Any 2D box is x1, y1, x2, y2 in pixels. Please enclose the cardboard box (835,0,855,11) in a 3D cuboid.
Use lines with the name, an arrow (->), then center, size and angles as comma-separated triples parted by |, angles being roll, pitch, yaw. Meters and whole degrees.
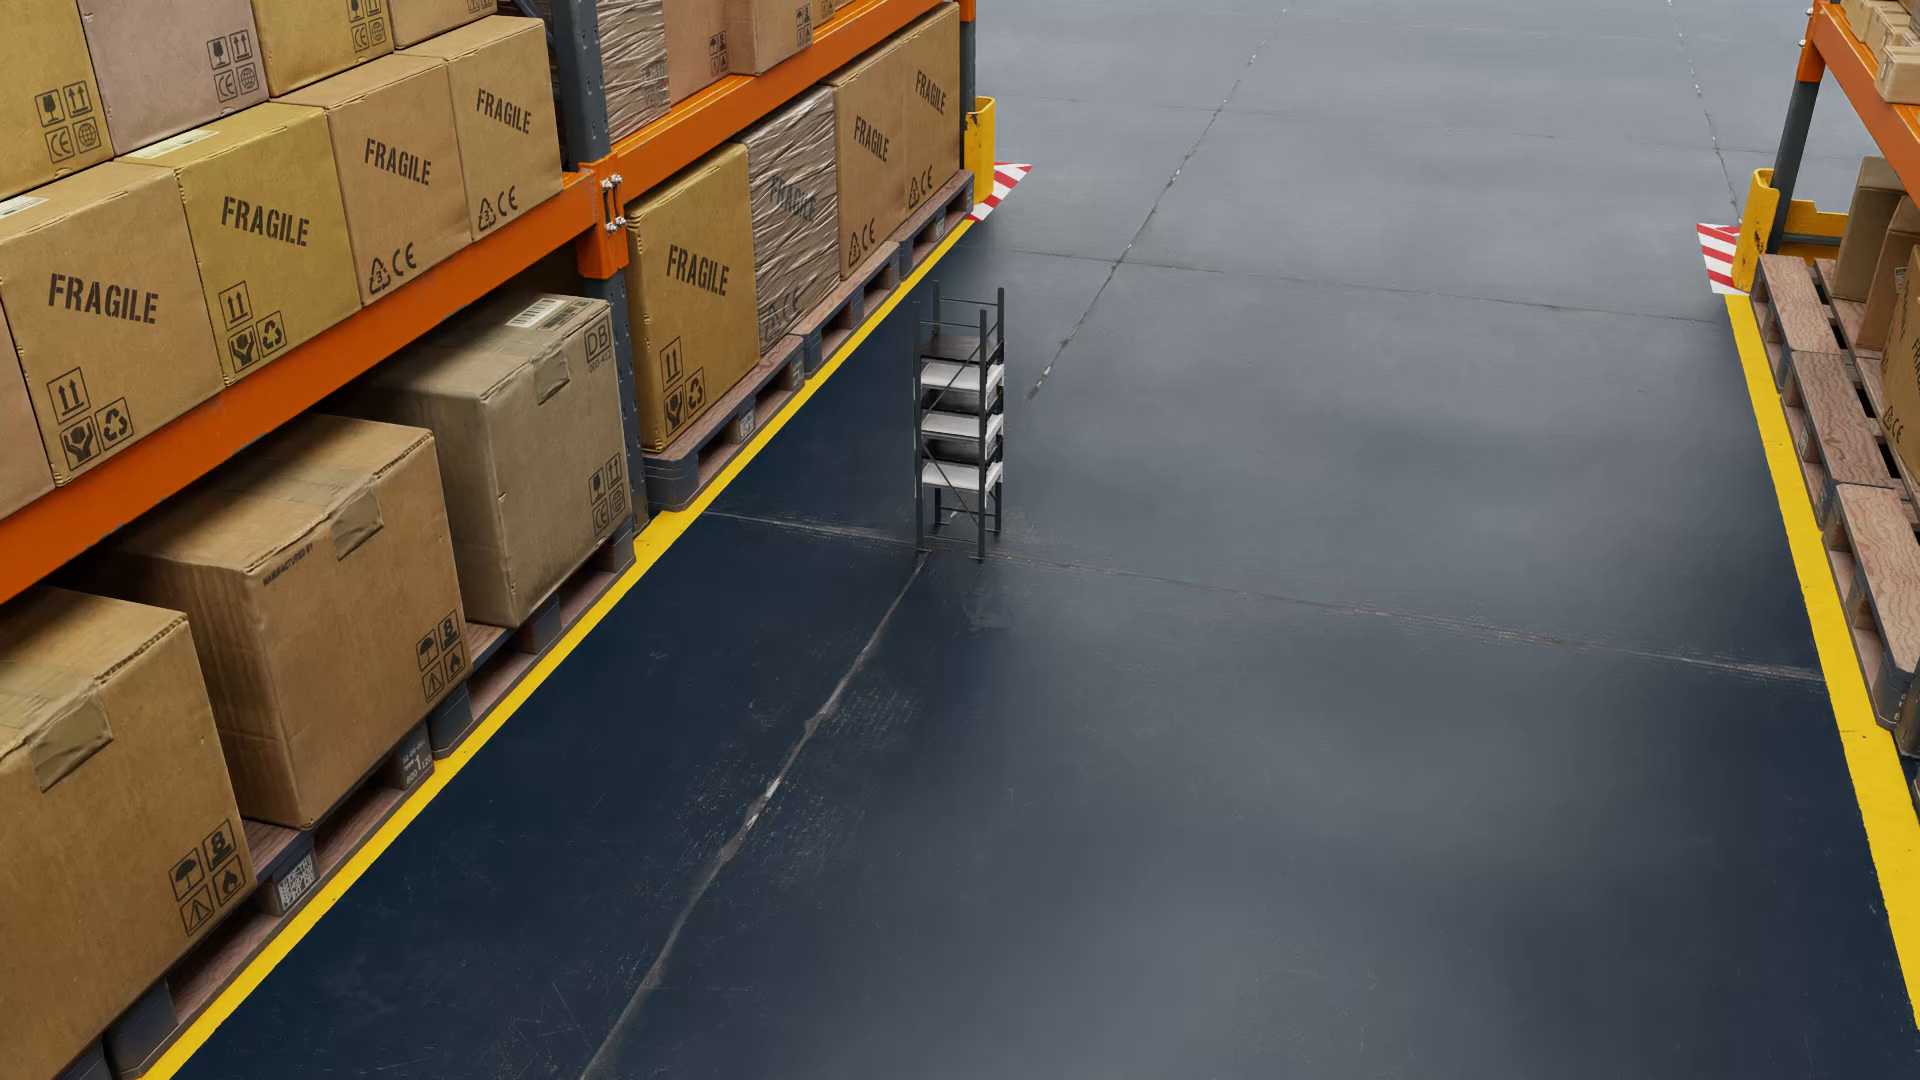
cardboard box -> -0.903, -2.656, 7.284 | 0.875, 0.550, 0.550 | 8, 30, 15

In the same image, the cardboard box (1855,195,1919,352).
cardboard box -> 3.958, -1.036, 6.666 | 0.500, 0.500, 0.500 | 17, 33, 28

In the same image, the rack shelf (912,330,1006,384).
rack shelf -> -0.002, -0.596, 5.409 | 0.258, 0.077, 0.200 | 8, 30, 15

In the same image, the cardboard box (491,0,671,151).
cardboard box -> -1.489, -1.650, 5.476 | 0.875, 0.550, 0.550 | 8, 30, 15

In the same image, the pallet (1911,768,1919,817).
pallet -> 2.899, 0.924, 3.872 | 1.003, 0.211, 1.213 | 8, 30, 15

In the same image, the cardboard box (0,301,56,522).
cardboard box -> -2.075, -0.237, 2.988 | 0.500, 0.500, 0.500 | 8, 30, 15

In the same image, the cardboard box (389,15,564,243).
cardboard box -> -1.484, -1.174, 4.672 | 0.500, 0.500, 0.500 | 8, 30, 15

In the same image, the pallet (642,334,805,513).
pallet -> -1.288, -0.535, 6.494 | 1.003, 0.211, 1.213 | 8, 30, 15

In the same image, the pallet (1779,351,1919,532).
pallet -> 3.645, -0.324, 6.115 | 1.003, 0.211, 1.213 | 8, 30, 15

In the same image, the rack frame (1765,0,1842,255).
rack frame -> 4.300, -2.515, 7.186 | 1.000, 3.000, 0.127 | 8, 30, 15

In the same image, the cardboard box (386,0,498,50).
cardboard box -> -1.726, -1.660, 4.518 | 0.700, 0.500, 0.500 | 8, 30, 14

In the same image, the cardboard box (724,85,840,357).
cardboard box -> -1.074, -1.368, 6.877 | 0.875, 0.875, 0.875 | 9, 30, 15

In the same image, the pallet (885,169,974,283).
pallet -> -0.572, -1.669, 8.533 | 1.003, 0.211, 1.213 | 8, 30, 15

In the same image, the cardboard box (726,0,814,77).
cardboard box -> -1.078, -2.143, 6.362 | 0.875, 0.550, 0.550 | 8, 30, 15

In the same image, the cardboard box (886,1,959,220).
cardboard box -> -0.548, -2.201, 8.374 | 0.875, 0.875, 0.875 | 9, 30, 15

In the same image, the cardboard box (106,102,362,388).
cardboard box -> -1.780, -0.705, 3.828 | 0.500, 0.500, 0.500 | 9, 30, 15

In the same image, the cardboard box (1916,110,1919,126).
cardboard box -> 3.362, -1.384, 5.410 | 0.380, 0.149, 0.250 | 8, 30, 15

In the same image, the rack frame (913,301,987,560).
rack frame -> -0.032, -0.342, 5.440 | 0.240, 0.900, 0.006 | 8, 30, 15

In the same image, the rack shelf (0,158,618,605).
rack shelf -> -2.173, -0.167, 3.705 | 1.077, 0.370, 4.000 | 8, 30, 15

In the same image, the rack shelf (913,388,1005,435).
rack shelf -> -0.002, -0.439, 5.497 | 0.258, 0.077, 0.200 | 8, 30, 15

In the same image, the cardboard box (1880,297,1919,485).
cardboard box -> 3.549, -0.495, 5.693 | 0.500, 0.500, 0.500 | 6, 30, 10

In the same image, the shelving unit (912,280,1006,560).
shelving unit -> -0.002, -0.389, 5.524 | 0.258, 0.900, 0.210 | 8, 30, 15

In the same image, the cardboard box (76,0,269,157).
cardboard box -> -2.024, -1.186, 3.665 | 0.700, 0.500, 0.500 | 9, 30, 15

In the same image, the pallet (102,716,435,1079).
pallet -> -2.097, 0.746, 4.193 | 1.003, 0.211, 1.213 | 8, 30, 15

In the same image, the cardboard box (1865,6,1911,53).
cardboard box -> 3.755, -1.961, 6.447 | 0.380, 0.149, 0.250 | 8, 30, 15

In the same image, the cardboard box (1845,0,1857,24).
cardboard box -> 3.897, -2.194, 6.866 | 0.380, 0.149, 0.250 | 8, 30, 15

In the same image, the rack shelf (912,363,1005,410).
rack shelf -> -0.002, -0.518, 5.453 | 0.258, 0.077, 0.200 | 8, 30, 15

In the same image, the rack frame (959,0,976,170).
rack frame -> -0.412, -3.270, 8.543 | 1.000, 3.000, 0.127 | 8, 30, 15

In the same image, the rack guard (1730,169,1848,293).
rack guard -> 4.278, -1.388, 7.730 | 1.175, 0.500, 0.348 | 8, 30, 15

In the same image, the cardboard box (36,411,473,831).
cardboard box -> -1.969, 0.137, 4.300 | 1.050, 0.750, 0.750 | 8, 30, 15

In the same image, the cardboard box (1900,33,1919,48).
cardboard box -> 3.628, -1.725, 6.024 | 0.380, 0.149, 0.250 | 8, 30, 15

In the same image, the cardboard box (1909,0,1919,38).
cardboard box -> 3.892, -1.962, 5.782 | 0.875, 0.500, 0.500 | 8, 30, 15
